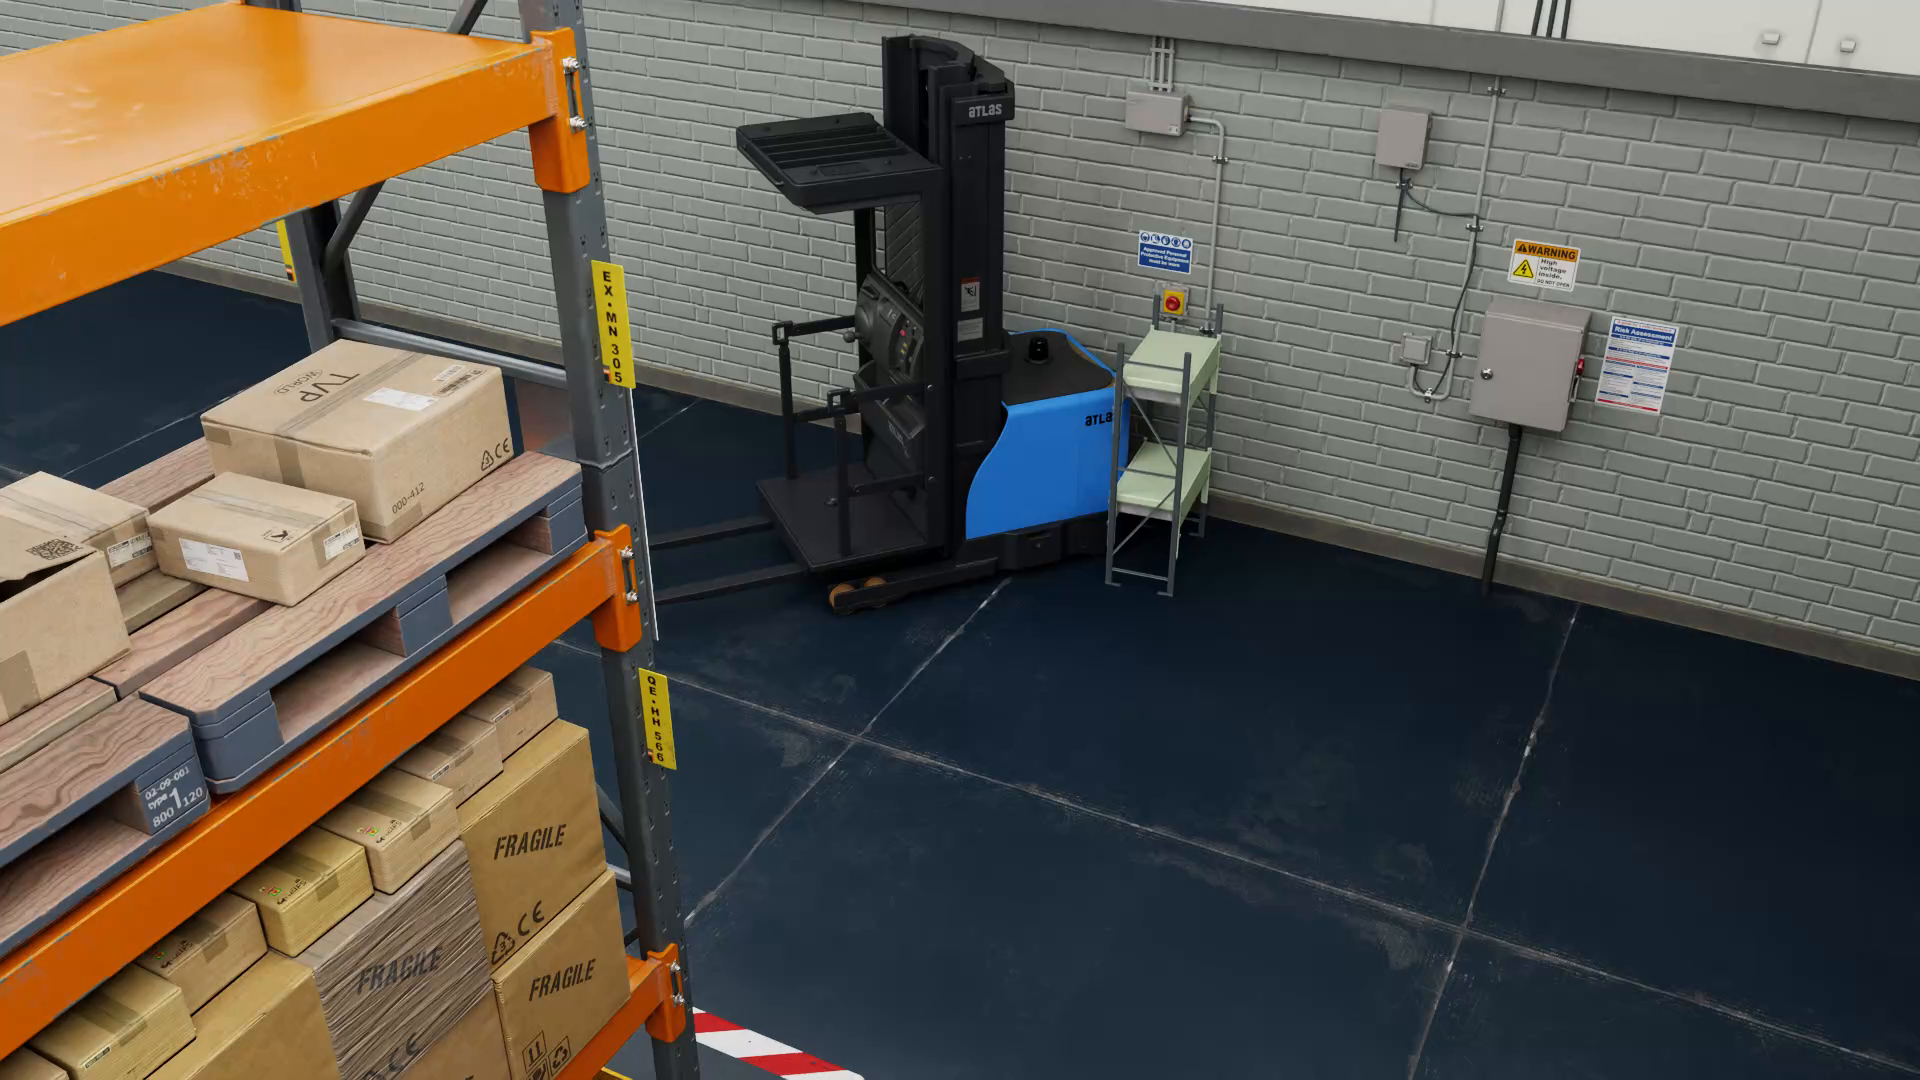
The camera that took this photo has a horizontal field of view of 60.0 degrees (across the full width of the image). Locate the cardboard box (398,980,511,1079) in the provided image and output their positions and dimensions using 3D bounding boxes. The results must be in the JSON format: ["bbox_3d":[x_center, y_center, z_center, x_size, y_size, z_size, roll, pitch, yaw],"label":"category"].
[{"bbox_3d":[-1.567,1.436,4.427,0.500,0.500,0.500,14,33,22],"label":"cardboard box"}]

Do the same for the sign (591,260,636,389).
[{"bbox_3d":[-0.864,-0.534,4.137,0.100,0.325,0.005,14,33,23],"label":"sign"}]

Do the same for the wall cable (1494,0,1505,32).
[{"bbox_3d":[1.668,-4.029,8.019,2.355,3.000,0.029,14,33,23],"label":"wall cable"}]

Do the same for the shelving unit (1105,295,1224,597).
[{"bbox_3d":[1.159,-0.536,9.468,0.431,1.500,0.755,11,32,18],"label":"shelving unit"}]

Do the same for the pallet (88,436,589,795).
[{"bbox_3d":[-1.670,0.056,4.008,1.003,0.211,1.213,14,33,23],"label":"pallet"}]

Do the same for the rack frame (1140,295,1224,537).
[{"bbox_3d":[1.291,-0.706,9.764,0.400,1.500,0.023,11,32,18],"label":"rack frame"}]

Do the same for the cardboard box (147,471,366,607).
[{"bbox_3d":[-1.586,-0.007,3.758,0.380,0.149,0.250,12,32,19],"label":"cardboard box"}]

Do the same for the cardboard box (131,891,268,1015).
[{"bbox_3d":[-1.797,0.887,3.729,0.380,0.149,0.250,14,33,23],"label":"cardboard box"}]

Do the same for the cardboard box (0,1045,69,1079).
[{"bbox_3d":[-1.995,1.123,3.317,0.380,0.149,0.250,15,33,25],"label":"cardboard box"}]

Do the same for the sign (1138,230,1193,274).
[{"bbox_3d":[1.192,-1.674,9.671,0.327,0.218,0.001,14,33,23],"label":"sign"}]

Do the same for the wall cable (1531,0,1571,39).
[{"bbox_3d":[4.131,-3.396,6.881,2.988,3.039,0.133,14,33,23],"label":"wall cable"}]

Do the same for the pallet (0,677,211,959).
[{"bbox_3d":[-2.224,0.598,3.063,1.003,0.211,1.213,14,33,23],"label":"pallet"}]

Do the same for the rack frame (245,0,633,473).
[{"bbox_3d":[-1.341,-1.615,3.816,1.000,3.000,0.127,14,33,23],"label":"rack frame"}]

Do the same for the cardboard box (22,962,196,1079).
[{"bbox_3d":[-1.859,1.011,3.512,0.380,0.149,0.250,15,33,24],"label":"cardboard box"}]

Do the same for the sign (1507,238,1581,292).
[{"bbox_3d":[3.056,-1.440,8.706,0.339,0.242,0.001,14,33,23],"label":"sign"}]

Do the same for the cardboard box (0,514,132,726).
[{"bbox_3d":[-2.067,0.151,3.320,0.500,0.311,0.500,15,33,24],"label":"cardboard box"}]

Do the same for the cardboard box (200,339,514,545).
[{"bbox_3d":[-1.466,-0.255,4.088,0.500,0.250,0.500,11,32,19],"label":"cardboard box"}]

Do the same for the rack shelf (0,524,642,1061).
[{"bbox_3d":[-2.252,0.885,3.198,1.077,0.370,4.000,14,33,23],"label":"rack shelf"}]

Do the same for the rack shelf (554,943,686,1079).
[{"bbox_3d":[-2.252,2.185,3.945,1.077,0.370,4.000,14,33,23],"label":"rack shelf"}]

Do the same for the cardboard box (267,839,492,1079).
[{"bbox_3d":[-1.561,1.016,4.155,0.500,0.500,0.500,14,33,23],"label":"cardboard box"}]

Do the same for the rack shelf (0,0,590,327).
[{"bbox_3d":[-2.252,-0.243,2.551,1.077,0.370,4.000,14,33,23],"label":"rack shelf"}]

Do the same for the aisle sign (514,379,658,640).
[{"bbox_3d":[-1.032,-0.102,4.596,0.394,0.787,0.004,14,33,23],"label":"aisle sign"}]

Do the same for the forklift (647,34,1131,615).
[{"bbox_3d":[-0.577,-1.152,9.104,3.031,2.935,1.130,-12,32,-19],"label":"forklift"}]

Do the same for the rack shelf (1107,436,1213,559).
[{"bbox_3d":[1.159,-0.253,9.630,0.431,0.370,0.720,11,32,18],"label":"rack shelf"}]

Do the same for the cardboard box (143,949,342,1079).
[{"bbox_3d":[-1.789,1.234,3.774,0.500,0.500,0.500,14,33,23],"label":"cardboard box"}]

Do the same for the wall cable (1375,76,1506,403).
[{"bbox_3d":[2.475,-1.642,8.868,0.588,1.984,0.122,14,33,23],"label":"wall cable"}]

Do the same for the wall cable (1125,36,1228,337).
[{"bbox_3d":[1.207,-1.972,9.411,0.585,1.953,0.123,14,33,23],"label":"wall cable"}]

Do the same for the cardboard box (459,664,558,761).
[{"bbox_3d":[-1.326,0.433,4.519,0.380,0.149,0.250,15,33,24],"label":"cardboard box"}]

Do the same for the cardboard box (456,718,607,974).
[{"bbox_3d":[-1.349,0.777,4.570,0.500,0.500,0.500,15,33,25],"label":"cardboard box"}]

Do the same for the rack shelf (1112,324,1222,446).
[{"bbox_3d":[1.159,-0.874,9.273,0.431,0.370,0.720,11,32,18],"label":"rack shelf"}]

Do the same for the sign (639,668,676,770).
[{"bbox_3d":[-0.864,0.511,4.738,0.100,0.325,0.005,14,33,23],"label":"sign"}]

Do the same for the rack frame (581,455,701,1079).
[{"bbox_3d":[-1.341,0.987,5.310,1.000,3.000,0.127,14,33,23],"label":"rack frame"}]

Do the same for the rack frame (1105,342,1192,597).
[{"bbox_3d":[1.028,-0.366,9.171,0.400,1.500,0.023,11,32,18],"label":"rack frame"}]

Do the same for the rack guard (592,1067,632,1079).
[{"bbox_3d":[-1.330,2.060,5.951,1.175,0.500,0.348,14,33,23],"label":"rack guard"}]

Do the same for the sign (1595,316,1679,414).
[{"bbox_3d":[3.545,-0.916,8.718,0.329,0.494,0.001,14,33,23],"label":"sign"}]

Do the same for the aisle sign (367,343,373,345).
[{"bbox_3d":[-1.566,-0.238,4.833,0.394,0.787,0.004,14,33,23],"label":"aisle sign"}]

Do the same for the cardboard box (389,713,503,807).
[{"bbox_3d":[-1.420,0.551,4.313,0.380,0.149,0.250,15,33,24],"label":"cardboard box"}]

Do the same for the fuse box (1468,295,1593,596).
[{"bbox_3d":[3.011,-0.418,9.051,0.539,1.711,0.414,14,33,23],"label":"fuse box"}]

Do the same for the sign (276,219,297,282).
[{"bbox_3d":[-1.832,-0.856,4.550,0.100,0.325,0.005,14,33,23],"label":"sign"}]

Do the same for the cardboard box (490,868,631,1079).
[{"bbox_3d":[-1.325,1.217,4.808,0.500,0.500,0.500,14,33,24],"label":"cardboard box"}]

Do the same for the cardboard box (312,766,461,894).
[{"bbox_3d":[-1.463,0.684,4.081,0.380,0.149,0.250,14,33,23],"label":"cardboard box"}]

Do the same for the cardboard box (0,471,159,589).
[{"bbox_3d":[-2.041,0.000,3.747,0.380,0.149,0.250,16,33,25],"label":"cardboard box"}]

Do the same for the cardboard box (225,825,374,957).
[{"bbox_3d":[-1.614,0.787,3.902,0.380,0.149,0.250,15,33,24],"label":"cardboard box"}]
